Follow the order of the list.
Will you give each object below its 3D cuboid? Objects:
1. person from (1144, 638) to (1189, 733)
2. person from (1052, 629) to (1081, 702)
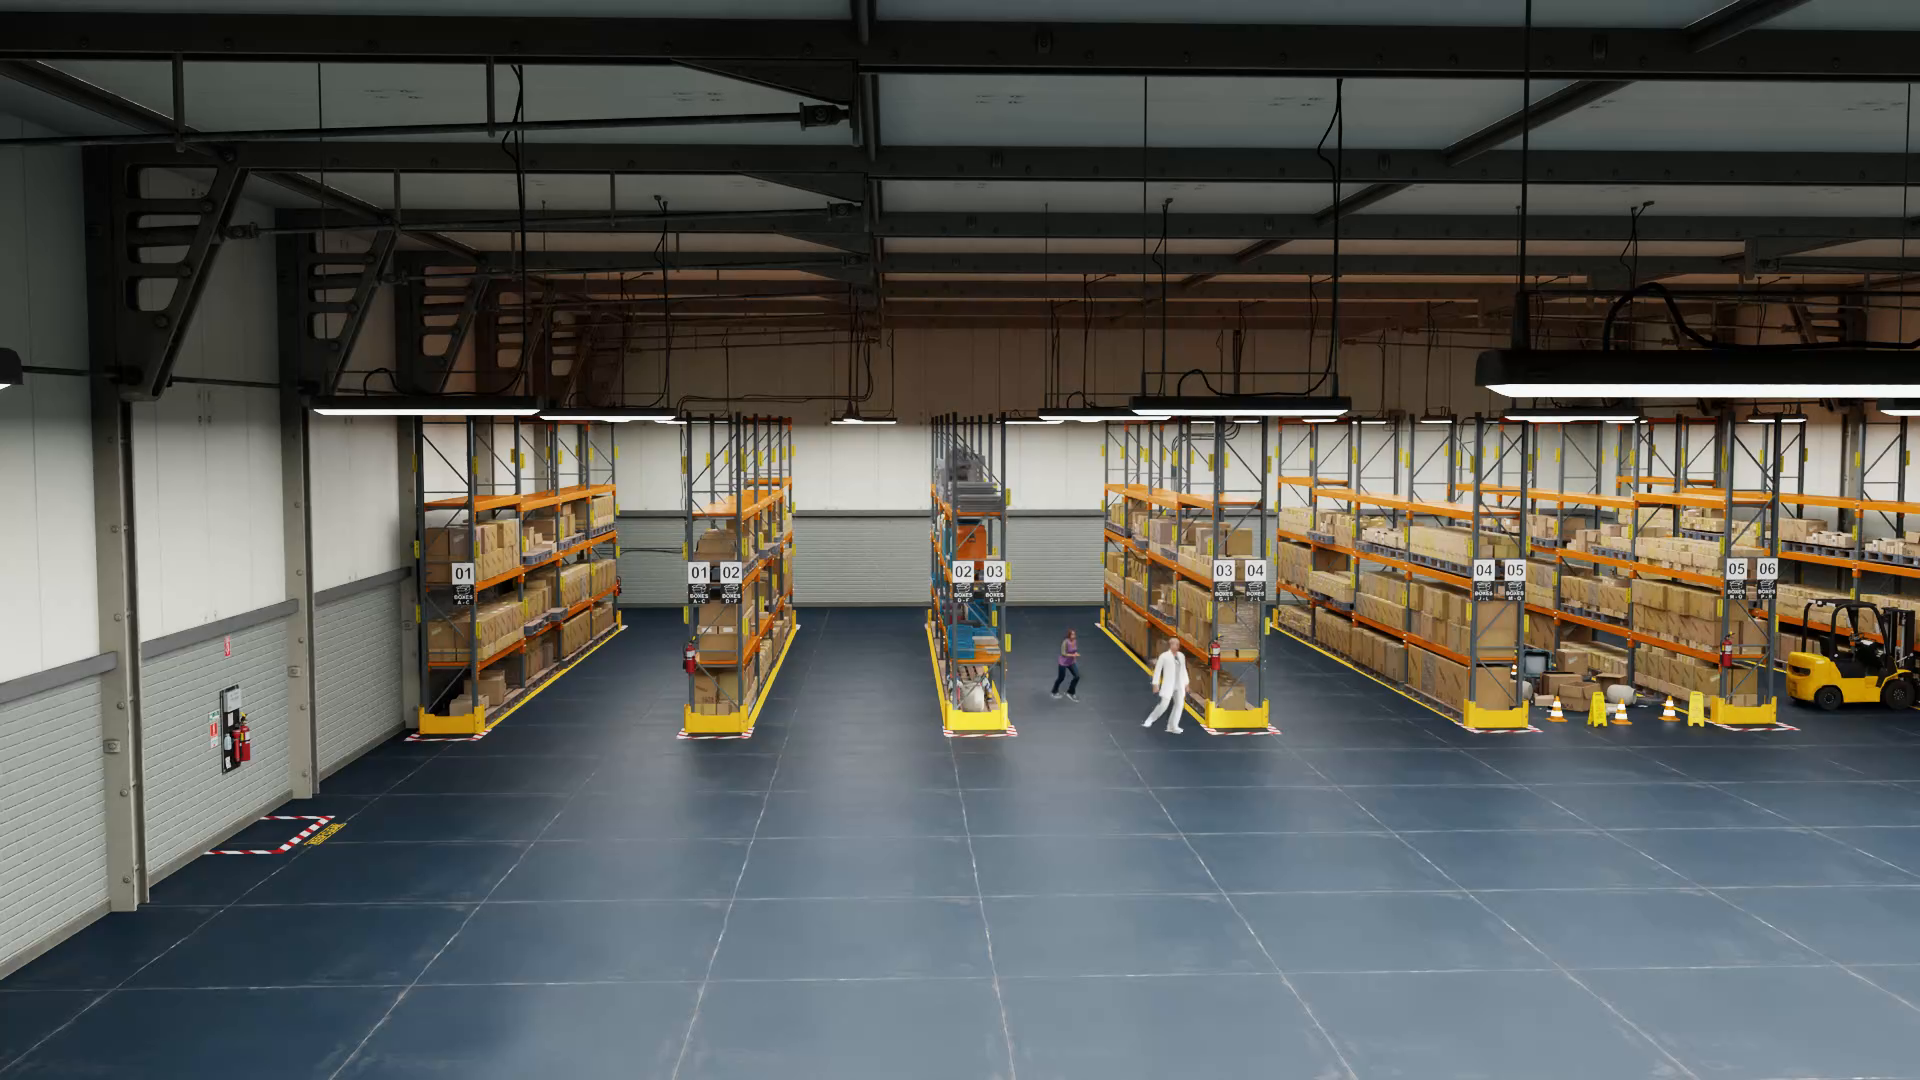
[{"bbox_3d":[3.870,2.715,31.153,0.772,1.763,0.665,-2,4,-27],"label":"person"},{"bbox_3d":[2.240,2.598,34.636,0.539,1.542,0.897,-3,5,-36],"label":"person"}]
